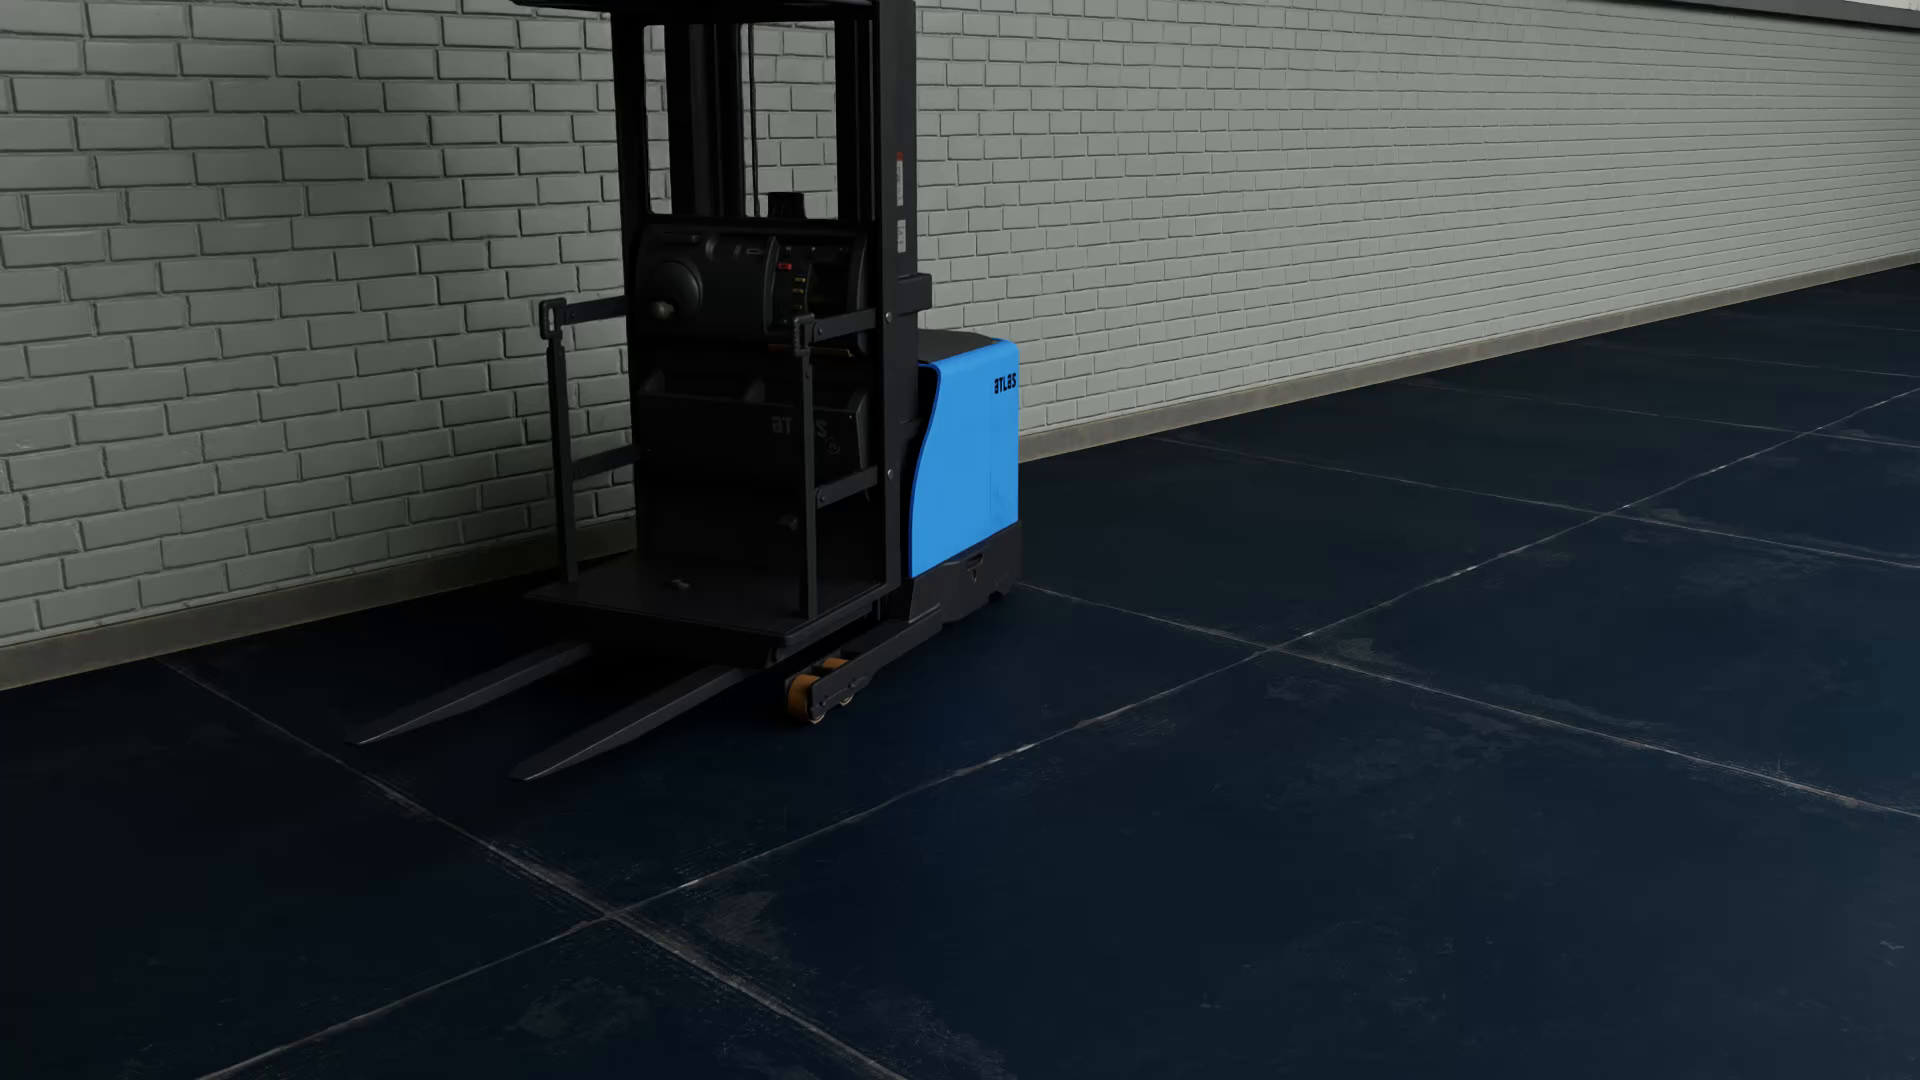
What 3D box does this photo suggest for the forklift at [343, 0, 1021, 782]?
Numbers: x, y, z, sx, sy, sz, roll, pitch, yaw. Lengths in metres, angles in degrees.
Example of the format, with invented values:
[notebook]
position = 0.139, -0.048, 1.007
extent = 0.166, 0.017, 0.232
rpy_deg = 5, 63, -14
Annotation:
[forklift]
position = -0.834, -0.928, 5.680
extent = 1.130, 2.935, 3.031
rpy_deg = 7, 16, 25
